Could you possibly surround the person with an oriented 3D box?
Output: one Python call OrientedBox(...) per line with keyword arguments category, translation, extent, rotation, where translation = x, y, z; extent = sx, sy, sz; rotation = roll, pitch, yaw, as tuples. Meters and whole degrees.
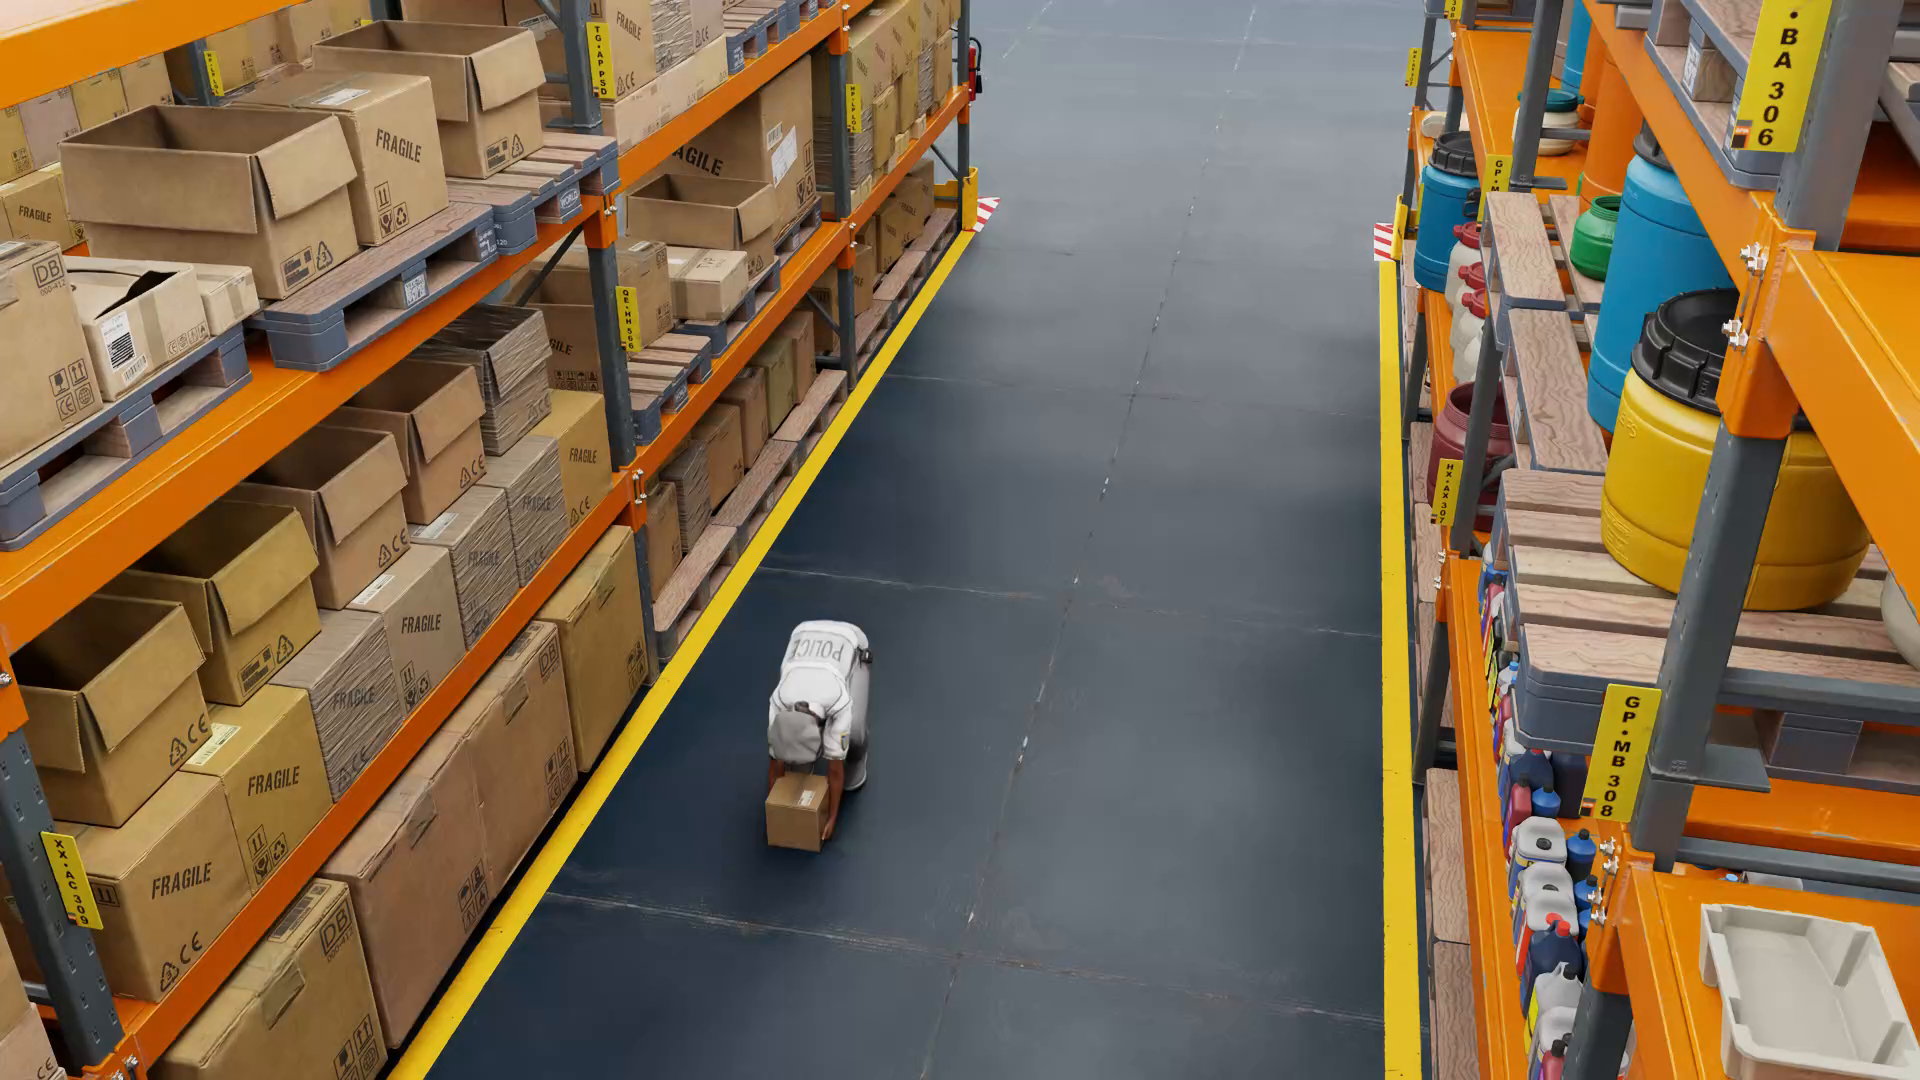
OrientedBox(category="person", translation=(-0.674, 0.886, 7.922), extent=(0.469, 0.822, 0.920), rotation=(5, 29, 9))
